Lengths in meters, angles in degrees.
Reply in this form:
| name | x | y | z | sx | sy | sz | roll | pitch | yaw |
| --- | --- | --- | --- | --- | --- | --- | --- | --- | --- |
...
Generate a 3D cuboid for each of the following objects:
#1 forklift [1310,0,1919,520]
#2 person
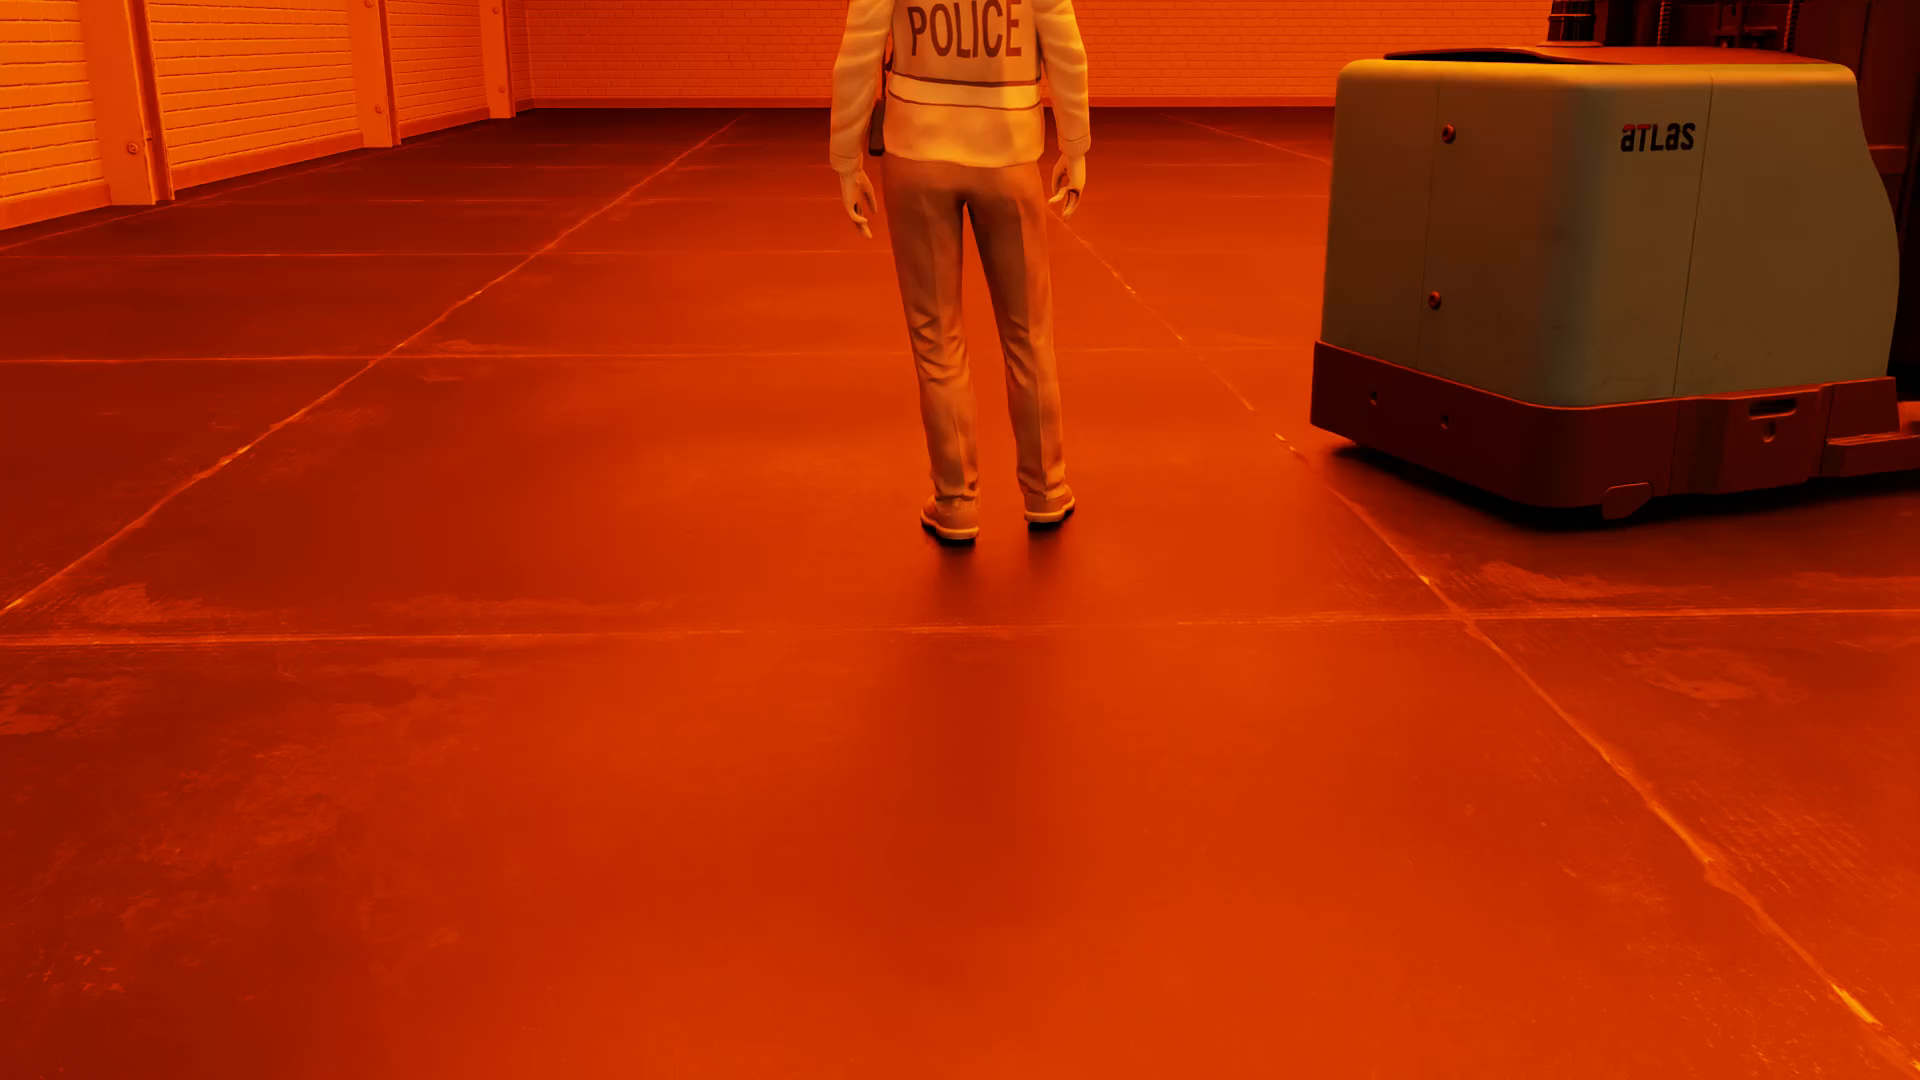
| name | x | y | z | sx | sy | sz | roll | pitch | yaw |
| --- | --- | --- | --- | --- | --- | --- | --- | --- | --- |
| forklift | 2.573 | -1.704 | 4.477 | 3.031 | 2.935 | 1.130 | -7 | 18 | -21 |
| person | 0.003 | -0.837 | 3.734 | 0.588 | 1.695 | 0.531 | -1 | 17 | -3 |
